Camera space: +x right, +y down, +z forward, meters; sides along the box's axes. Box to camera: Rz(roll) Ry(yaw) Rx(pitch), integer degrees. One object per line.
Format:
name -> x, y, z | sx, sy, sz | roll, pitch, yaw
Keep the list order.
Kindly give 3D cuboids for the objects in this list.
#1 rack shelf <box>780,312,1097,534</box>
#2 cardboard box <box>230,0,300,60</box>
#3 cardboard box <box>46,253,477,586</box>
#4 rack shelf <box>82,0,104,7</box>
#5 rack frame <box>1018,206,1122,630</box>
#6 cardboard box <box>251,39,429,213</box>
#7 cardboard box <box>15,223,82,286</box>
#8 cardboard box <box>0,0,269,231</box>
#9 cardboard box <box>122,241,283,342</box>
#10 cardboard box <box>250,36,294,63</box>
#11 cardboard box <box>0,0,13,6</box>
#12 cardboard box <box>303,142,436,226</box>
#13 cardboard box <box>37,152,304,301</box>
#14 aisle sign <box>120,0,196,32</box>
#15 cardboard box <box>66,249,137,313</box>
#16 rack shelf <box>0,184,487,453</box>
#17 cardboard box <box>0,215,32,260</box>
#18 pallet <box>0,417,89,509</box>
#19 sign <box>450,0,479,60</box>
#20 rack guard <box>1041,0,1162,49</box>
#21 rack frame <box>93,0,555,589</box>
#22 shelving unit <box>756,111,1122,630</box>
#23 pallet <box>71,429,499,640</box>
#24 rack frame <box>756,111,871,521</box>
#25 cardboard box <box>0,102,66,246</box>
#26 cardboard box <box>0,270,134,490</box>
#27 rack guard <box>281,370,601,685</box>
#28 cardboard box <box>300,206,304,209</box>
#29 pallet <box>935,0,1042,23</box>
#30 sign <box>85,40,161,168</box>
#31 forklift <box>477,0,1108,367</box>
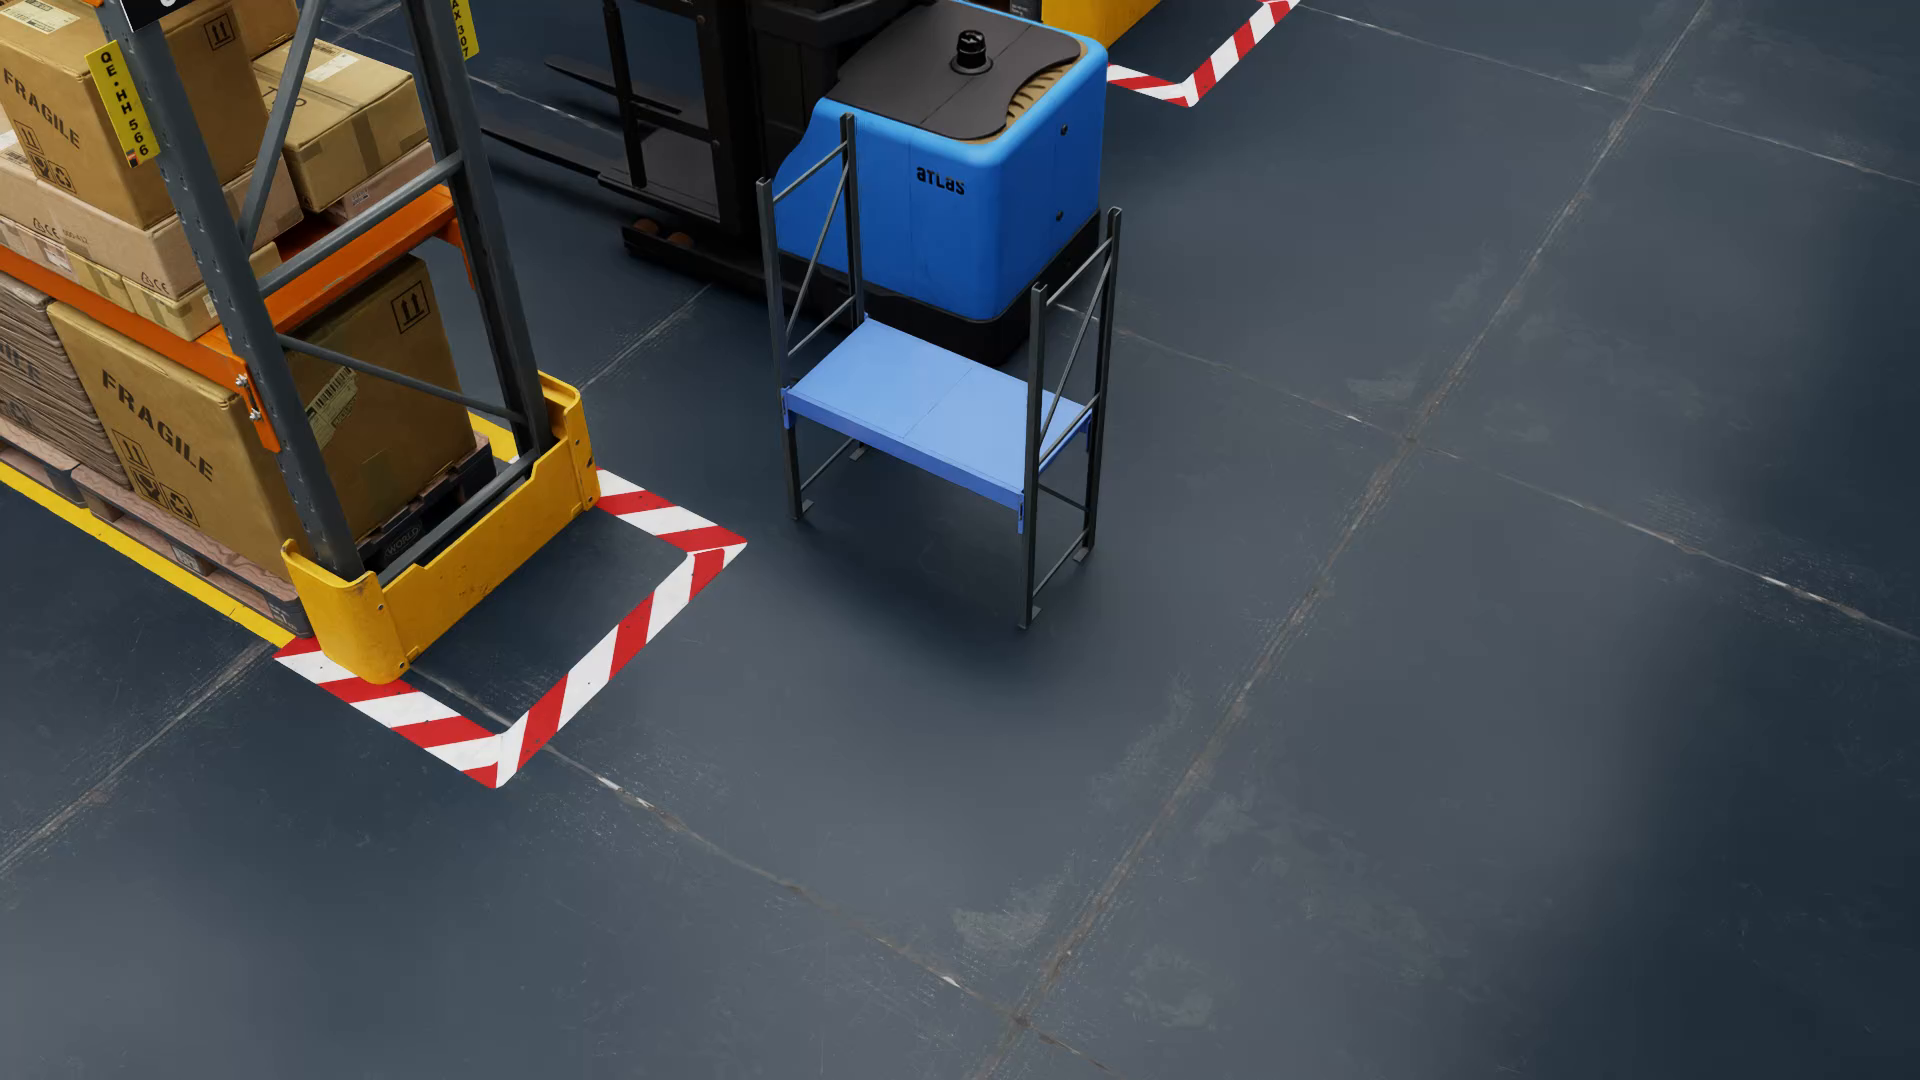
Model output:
rack shelf -> -0.072, -0.430, 5.873 | 1.000, 0.185, 0.538 | 25, 51, 22
cardboard box -> -2.519, -1.809, 5.290 | 0.500, 0.500, 0.500 | 24, 50, 21
cardboard box -> -2.422, -0.559, 5.890 | 0.875, 0.875, 0.875 | 25, 51, 22
rack shelf -> -3.524, -2.522, 5.020 | 4.000, 0.370, 1.077 | 25, 51, 22
rack frame -> 0.356, -0.359, 5.553 | 0.032, 1.500, 0.500 | 25, 51, 22
cardboard box -> -2.098, -1.354, 5.371 | 0.500, 0.250, 0.500 | 23, 50, 21
cardboard box -> -2.749, -1.003, 5.308 | 0.250, 0.149, 0.380 | 25, 51, 22
cardboard box -> -2.392, -1.296, 4.792 | 0.500, 0.500, 0.500 | 25, 51, 23
cardboard box -> -2.318, -0.805, 5.116 | 0.250, 0.149, 0.380 | 26, 51, 23
cardboard box -> -2.540, -1.551, 5.563 | 0.500, 0.250, 0.500 | 24, 51, 22
cardboard box -> -2.959, -2.006, 5.482 | 0.500, 0.500, 0.500 | 23, 50, 21
cardboard box -> -1.961, -1.203, 5.502 | 0.250, 0.149, 0.380 | 25, 51, 23
cardboard box -> -2.391, -1.032, 5.059 | 0.500, 0.250, 0.500 | 24, 50, 22
aisle sign -> -1.942, -1.650, 3.950 | 0.004, 0.787, 0.394 | 25, 51, 22
cardboard box -> -2.537, -0.905, 5.213 | 0.250, 0.149, 0.380 | 25, 51, 22
rack shelf -> -3.524, -1.477, 6.095 | 4.000, 0.370, 1.077 | 25, 51, 22
cardboard box -> -2.959, -1.100, 5.403 | 0.250, 0.149, 0.380 | 26, 51, 23
pallet -> -3.578, -0.717, 6.800 | 1.213, 0.211, 1.003 | 25, 51, 22
sign -> -1.536, -1.615, 5.069 | 0.005, 0.325, 0.100 | 25, 51, 22
rack guard -> 0.861, -3.071, 8.885 | 0.348, 0.500, 1.175 | 25, 51, 22
rack frame -> -1.840, -0.953, 5.085 | 0.127, 3.000, 1.000 | 25, 51, 22
shelving unit -> -0.072, -0.556, 5.744 | 1.048, 1.500, 0.538 | 25, 51, 22
pallet -> -2.555, -0.244, 6.340 | 1.213, 0.211, 1.003 | 25, 51, 22
rack frame -> -0.500, -0.753, 5.935 | 0.032, 1.500, 0.500 | 25, 51, 22
cardboard box -> -2.818, -1.229, 5.250 | 0.500, 0.250, 0.500 | 24, 50, 21
cardboard box -> -3.188, -0.911, 6.233 | 0.875, 0.875, 0.875 | 25, 51, 22
rack guard -> -1.820, -0.073, 5.972 | 0.348, 0.500, 1.175 | 25, 51, 22
cardboard box -> -2.178, -1.301, 5.598 | 0.250, 0.149, 0.380 | 24, 50, 22
pallet -> 0.161, -3.314, 9.324 | 1.213, 0.211, 1.003 | 25, 51, 22
sign -> -2.145, -1.117, 4.272 | 0.005, 0.325, 0.100 | 25, 51, 22
forklift -> -0.916, -2.525, 6.660 | 3.031, 2.935, 1.130 | 23, 50, 21
